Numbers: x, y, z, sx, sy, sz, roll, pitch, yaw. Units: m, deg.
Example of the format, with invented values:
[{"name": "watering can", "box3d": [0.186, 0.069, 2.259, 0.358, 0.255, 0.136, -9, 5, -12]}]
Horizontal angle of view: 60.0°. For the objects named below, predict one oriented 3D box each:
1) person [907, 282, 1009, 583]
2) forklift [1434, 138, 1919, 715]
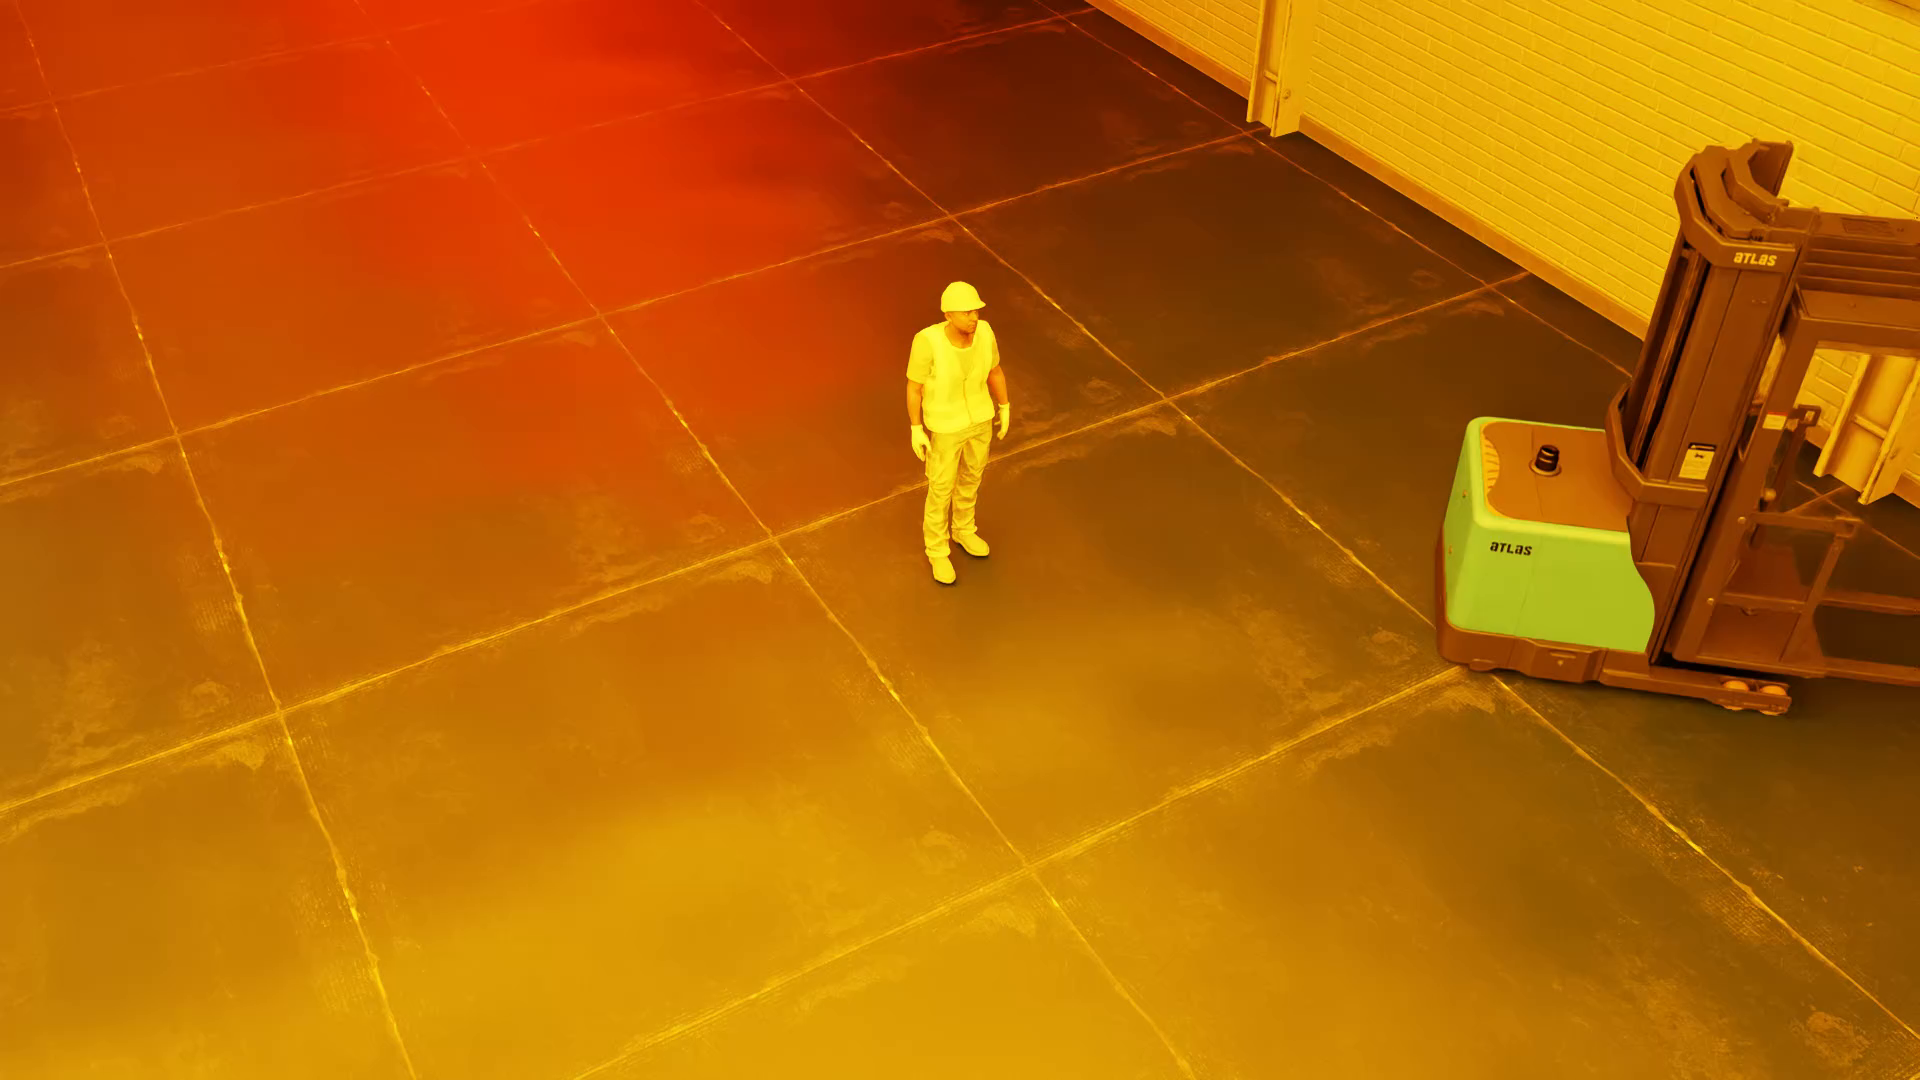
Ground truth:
[{"name": "person", "box3d": [0.029, -0.647, 9.708, 0.656, 1.779, 0.574, -20, 44, -23]}, {"name": "forklift", "box3d": [4.289, -0.534, 8.680, 3.031, 2.935, 1.130, 7, 40, 9]}]
